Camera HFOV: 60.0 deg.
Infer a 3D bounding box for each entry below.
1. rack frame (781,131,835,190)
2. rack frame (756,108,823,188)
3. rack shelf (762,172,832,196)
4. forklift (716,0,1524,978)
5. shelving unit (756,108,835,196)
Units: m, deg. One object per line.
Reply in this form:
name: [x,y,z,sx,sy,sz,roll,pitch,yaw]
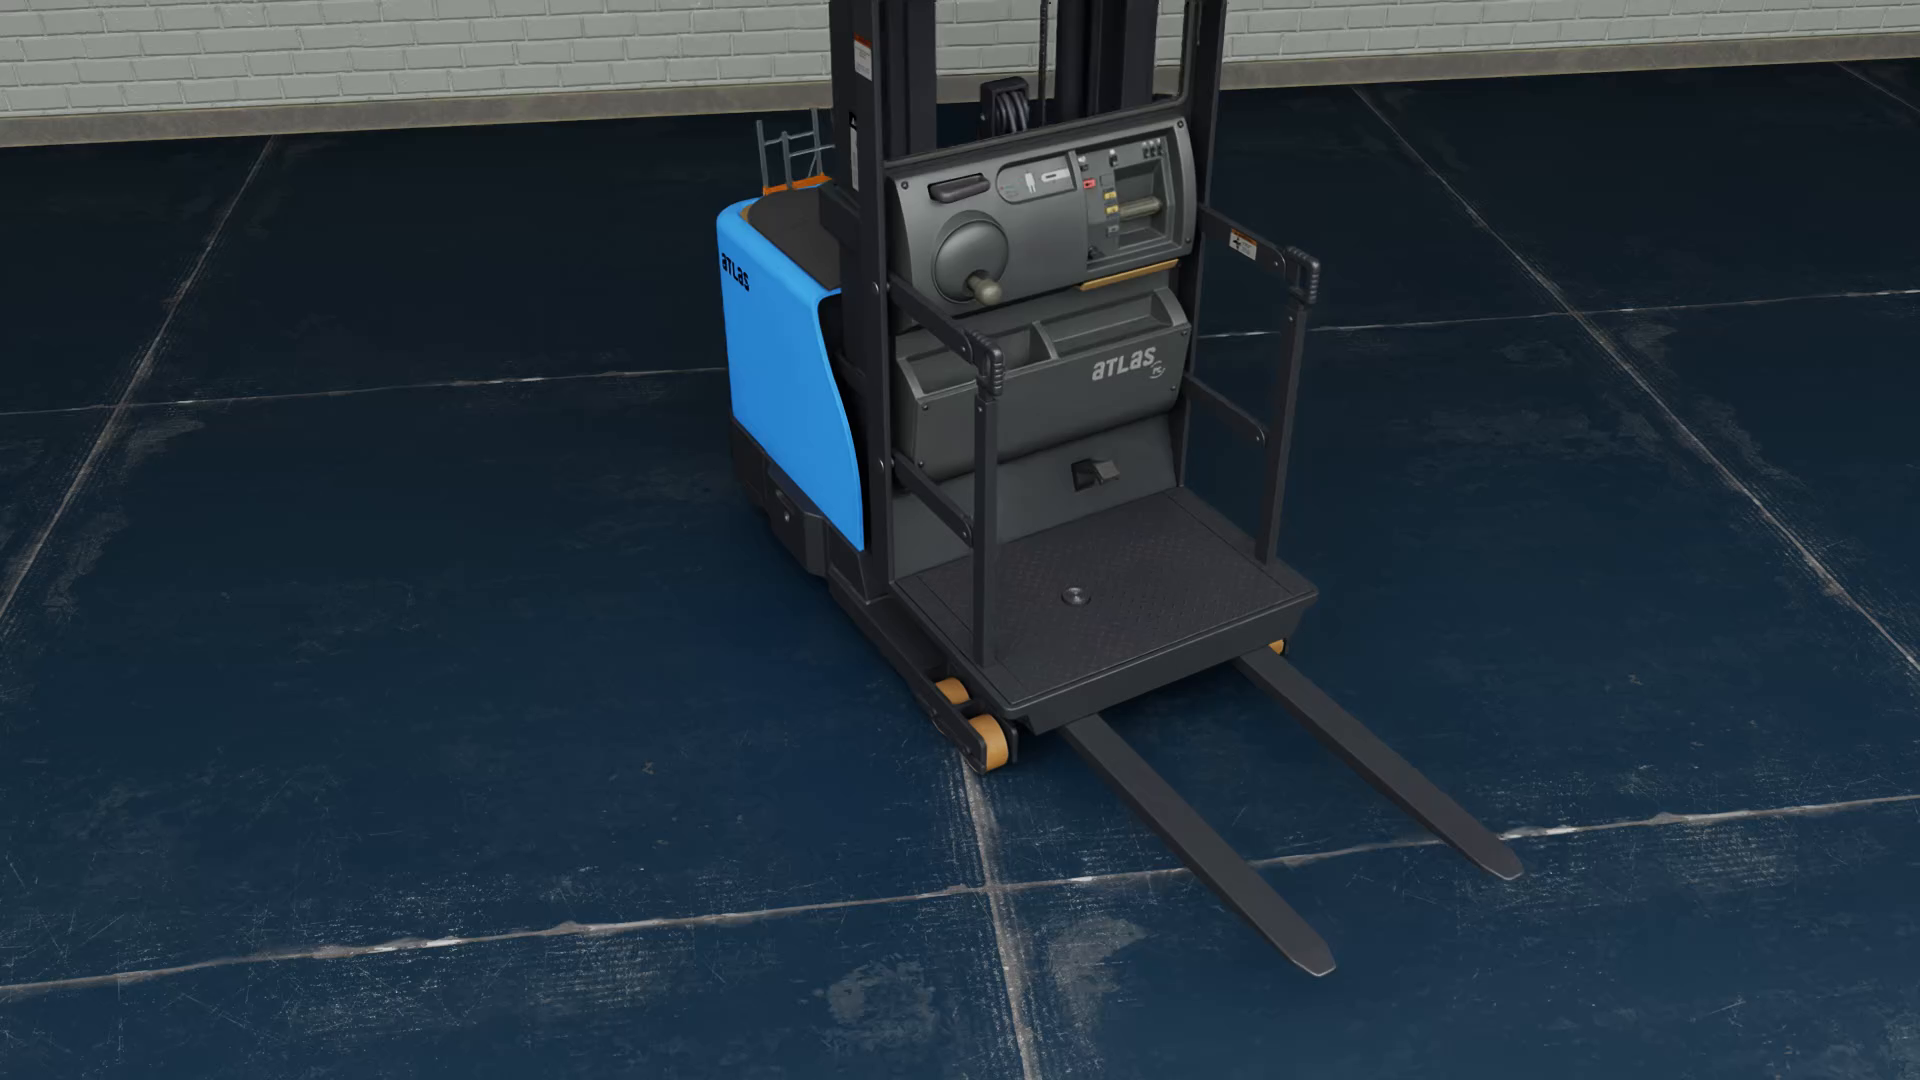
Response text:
rack frame: [-0.474,-0.897,5.974,0.240,1.200,0.006,-21,34,-28]
rack frame: [-0.576,-0.968,6.108,0.240,1.200,0.006,-21,34,-28]
rack shelf: [-0.541,-1.205,5.884,0.258,0.103,0.180,-21,34,-28]
forklift: [0.359,-0.842,4.383,1.130,2.935,3.031,-18,38,-25]
shelving unit: [-0.525,-0.932,6.041,0.258,1.200,0.189,-21,34,-28]
